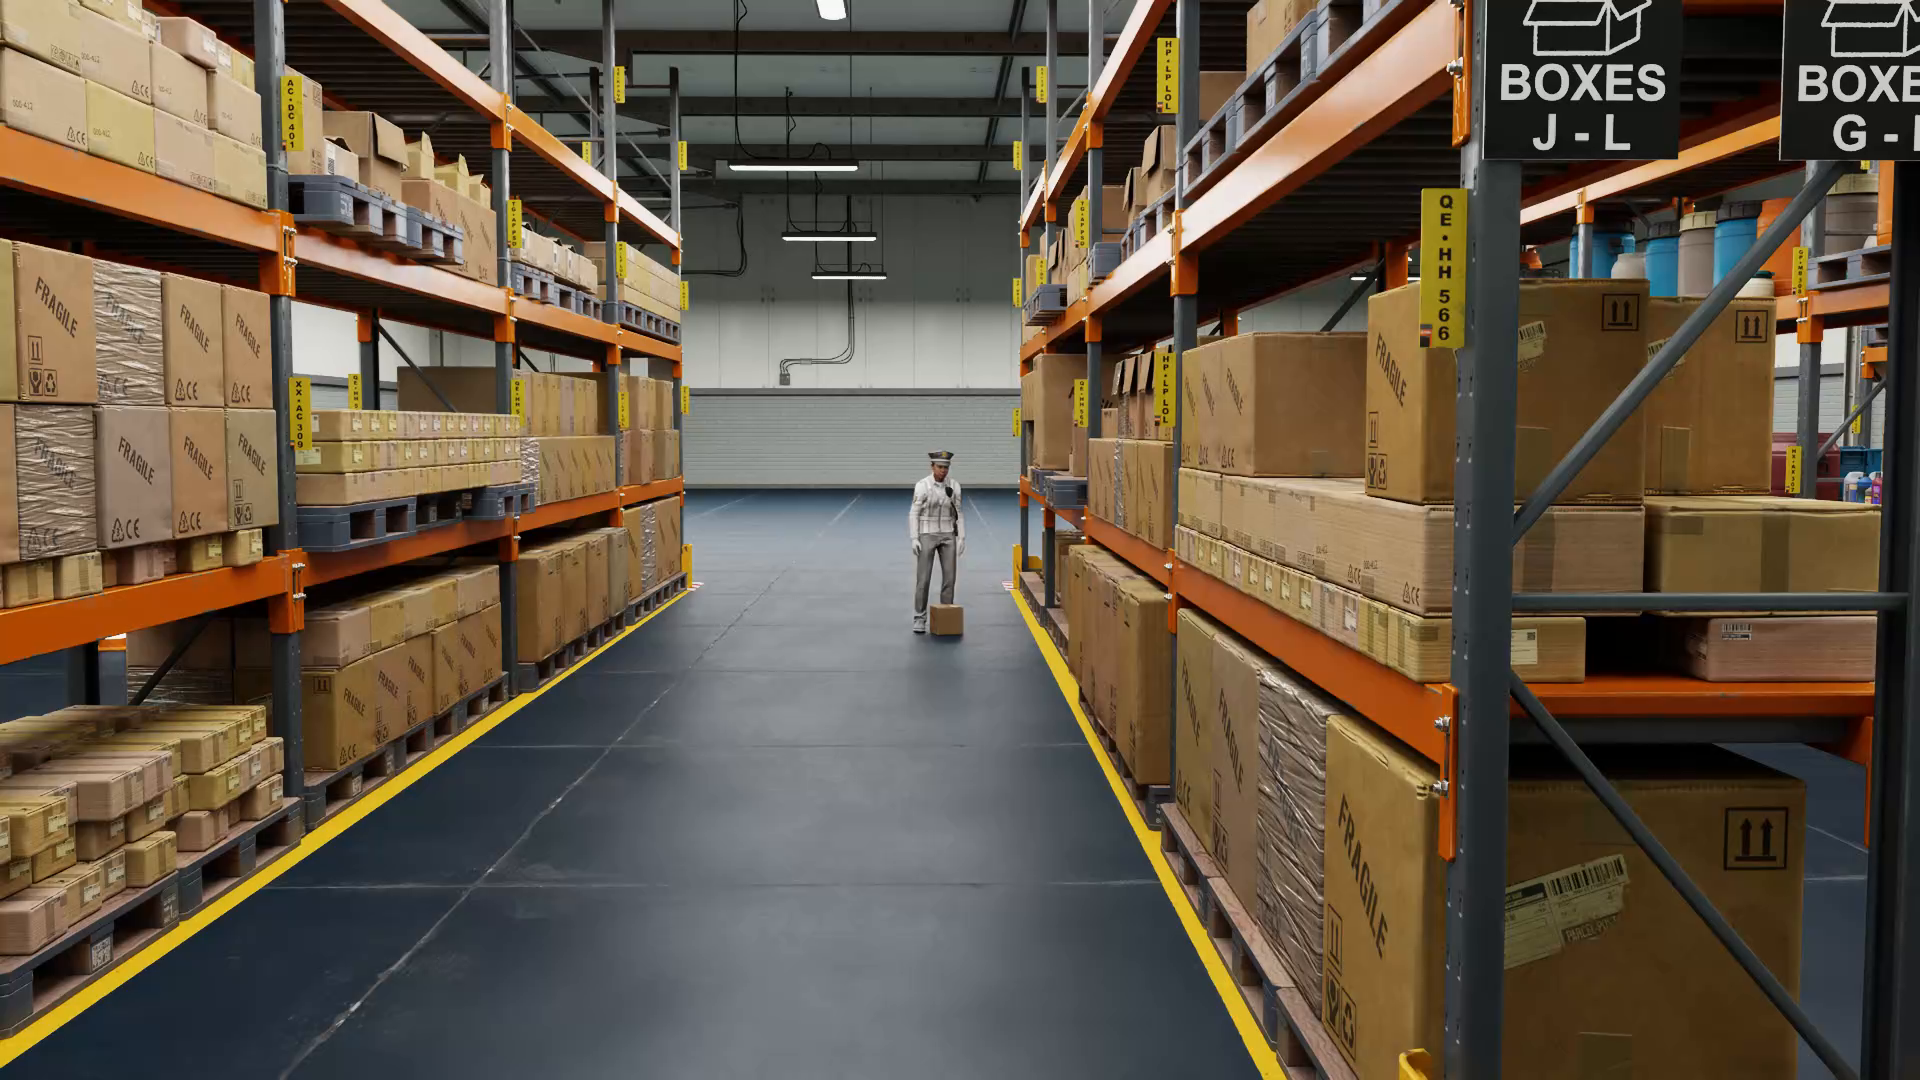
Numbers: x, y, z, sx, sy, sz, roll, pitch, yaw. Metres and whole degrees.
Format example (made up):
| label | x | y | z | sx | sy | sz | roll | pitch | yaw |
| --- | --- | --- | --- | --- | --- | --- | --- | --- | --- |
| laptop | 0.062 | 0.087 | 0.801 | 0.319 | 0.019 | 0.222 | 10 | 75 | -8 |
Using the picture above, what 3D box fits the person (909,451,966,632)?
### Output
| label | x | y | z | sx | sy | sz | roll | pitch | yaw |
| --- | --- | --- | --- | --- | --- | --- | --- | --- | --- |
| person | -0.207 | 0.006 | 15.372 | 0.529 | 1.664 | 0.371 | -1 | 4 | -15 |
